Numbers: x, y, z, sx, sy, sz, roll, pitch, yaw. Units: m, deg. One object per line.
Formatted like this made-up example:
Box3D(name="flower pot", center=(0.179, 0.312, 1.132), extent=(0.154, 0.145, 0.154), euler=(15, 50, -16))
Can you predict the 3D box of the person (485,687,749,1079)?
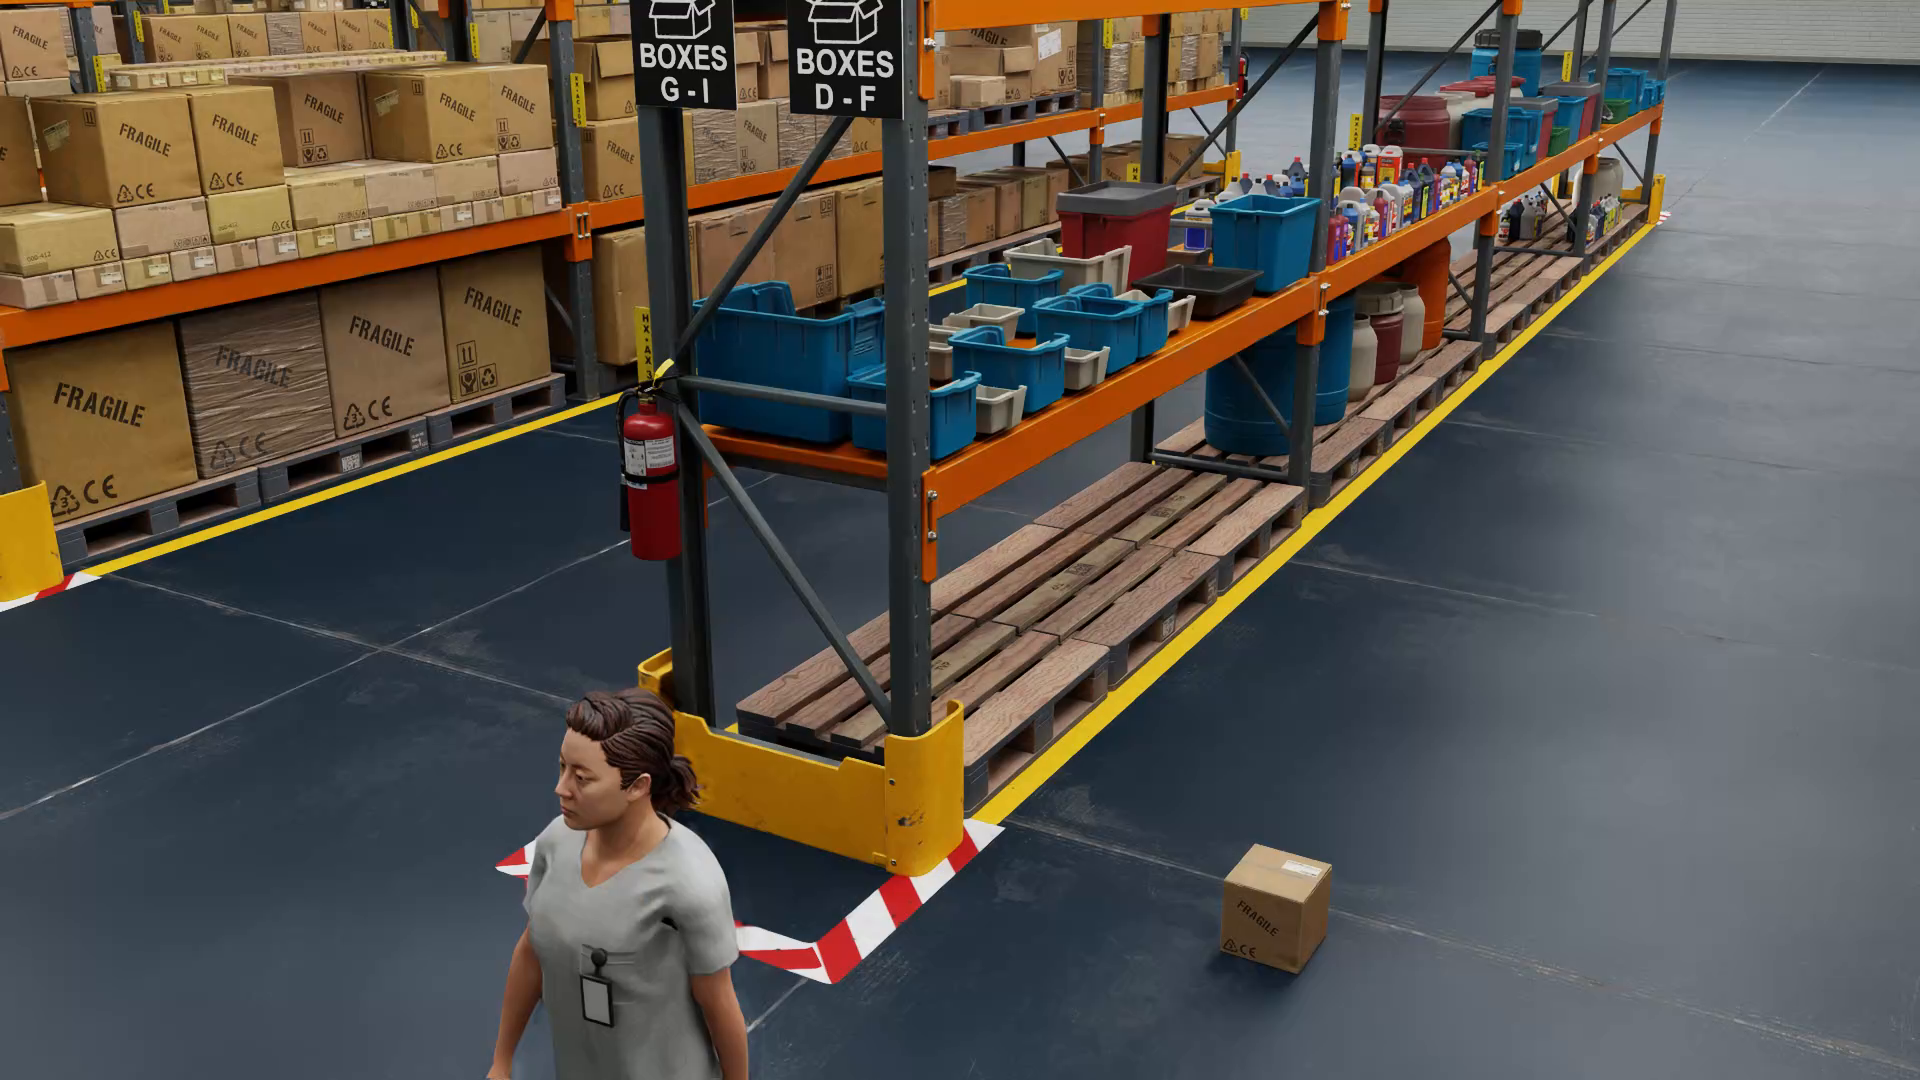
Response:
Box3D(name="person", center=(-0.645, 1.030, 3.174), extent=(0.458, 1.618, 1.049), euler=(16, 25, 38))
